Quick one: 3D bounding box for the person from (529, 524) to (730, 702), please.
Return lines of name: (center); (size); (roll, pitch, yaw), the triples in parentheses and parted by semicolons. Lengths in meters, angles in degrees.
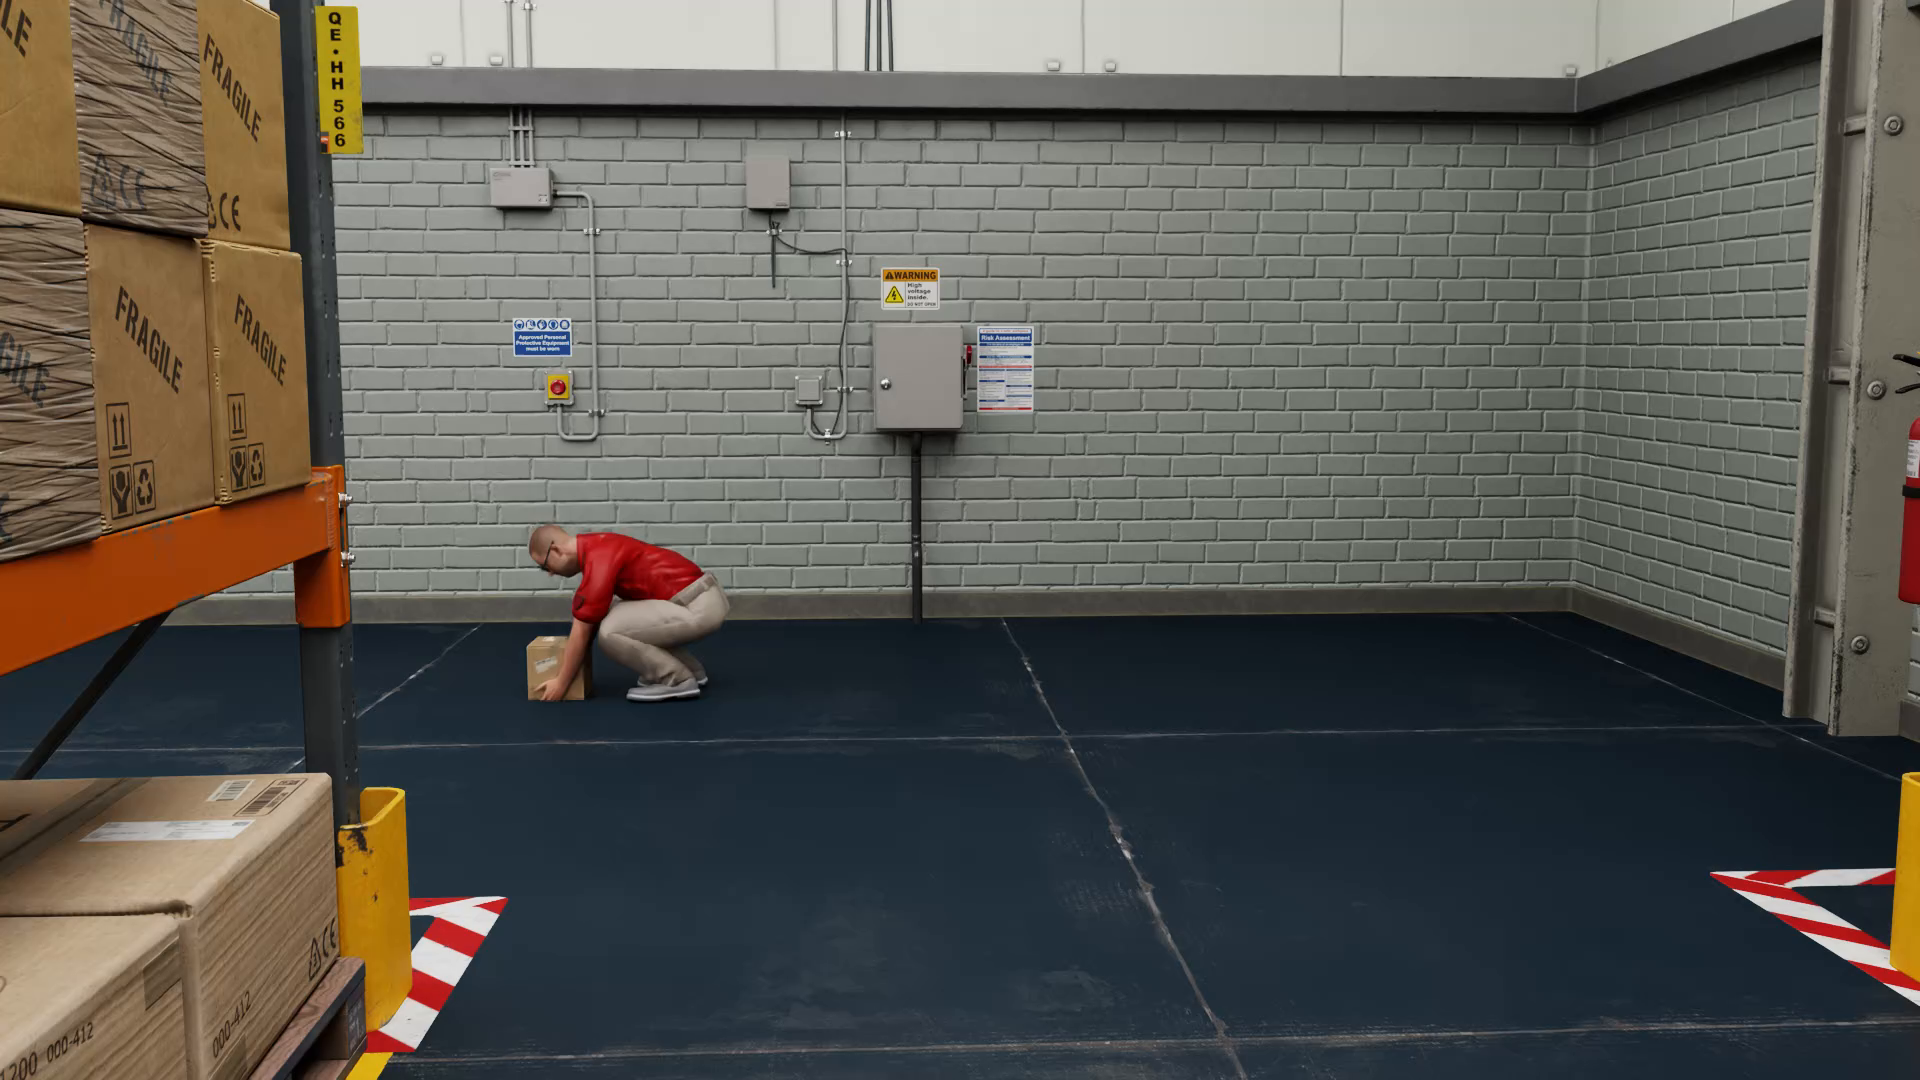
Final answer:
person: (-1.506, 0.344, 7.613); (0.882, 0.854, 0.546); (0, 7, -4)
